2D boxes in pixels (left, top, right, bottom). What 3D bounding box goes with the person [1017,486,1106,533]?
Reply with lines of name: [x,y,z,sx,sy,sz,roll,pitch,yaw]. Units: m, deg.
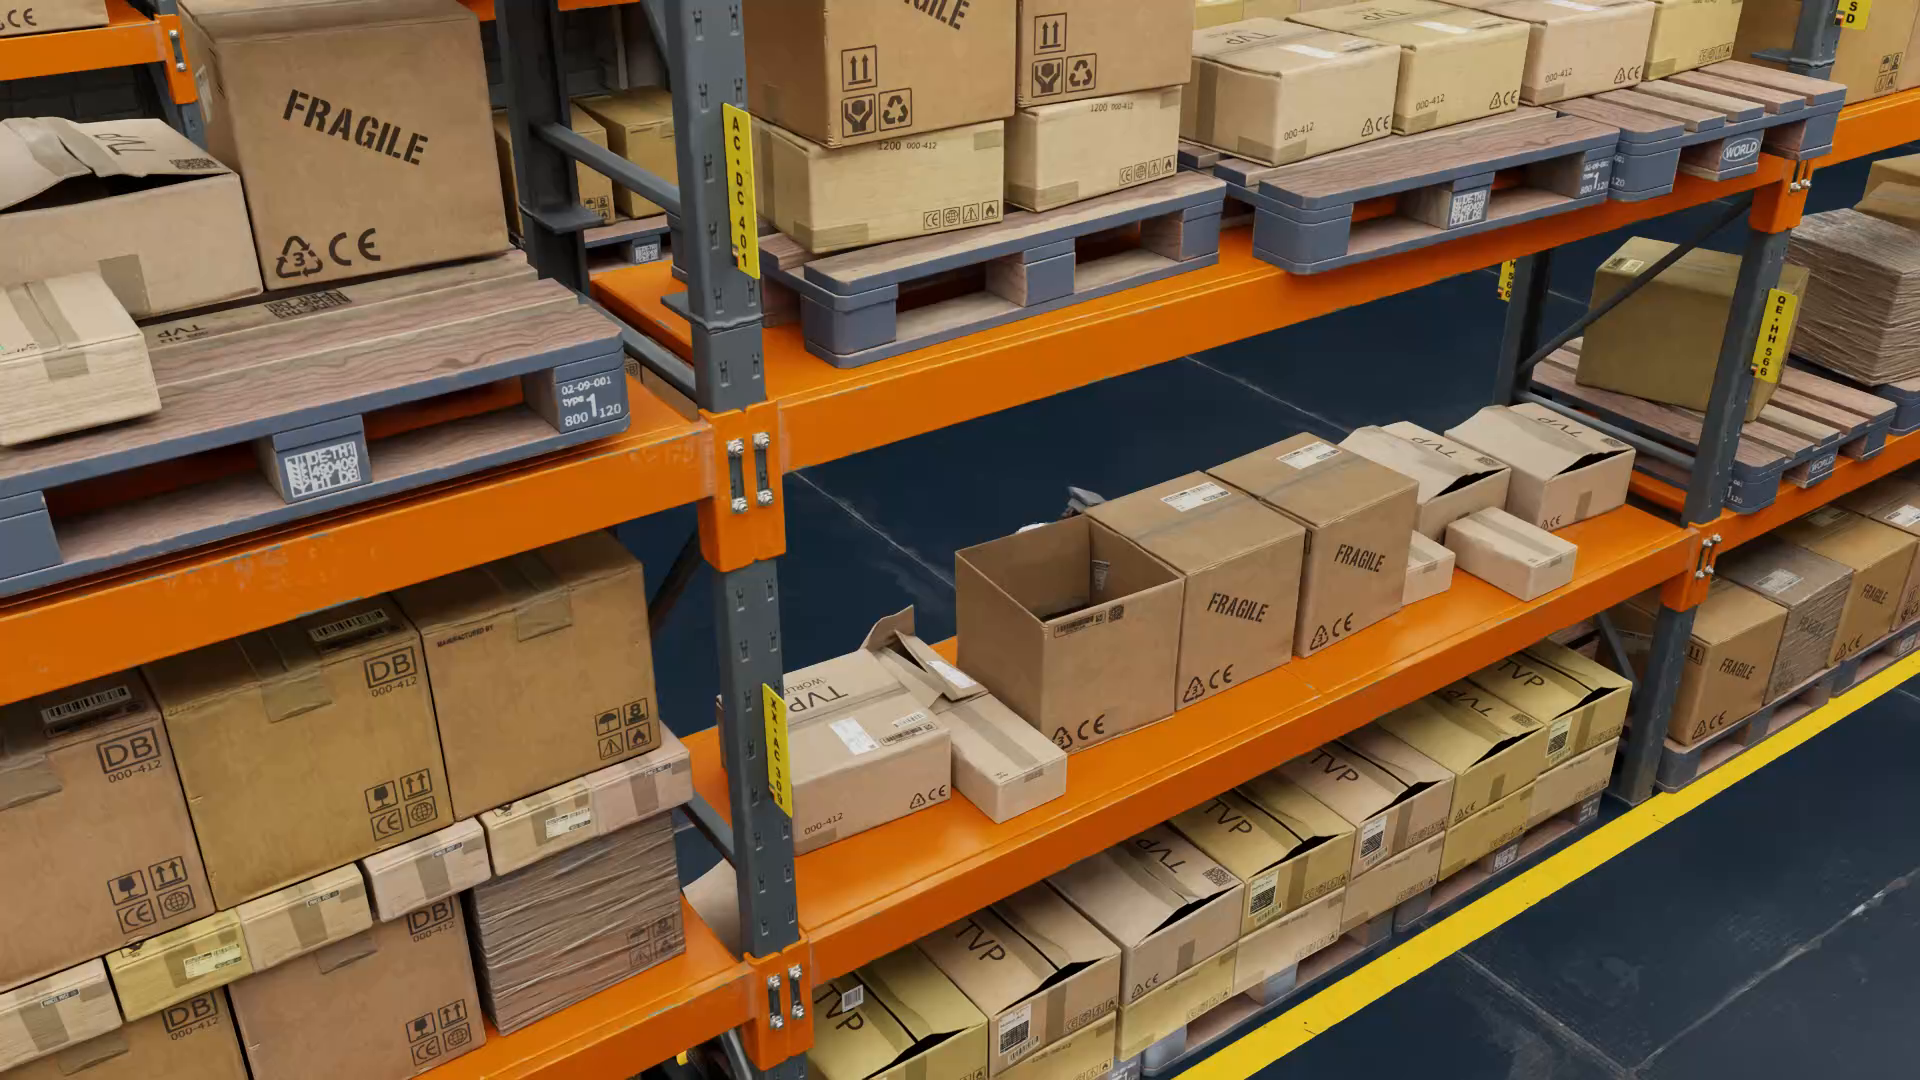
person: [0.377,0.287,7.327,0.828,0.974,0.495,-19,34,-31]
